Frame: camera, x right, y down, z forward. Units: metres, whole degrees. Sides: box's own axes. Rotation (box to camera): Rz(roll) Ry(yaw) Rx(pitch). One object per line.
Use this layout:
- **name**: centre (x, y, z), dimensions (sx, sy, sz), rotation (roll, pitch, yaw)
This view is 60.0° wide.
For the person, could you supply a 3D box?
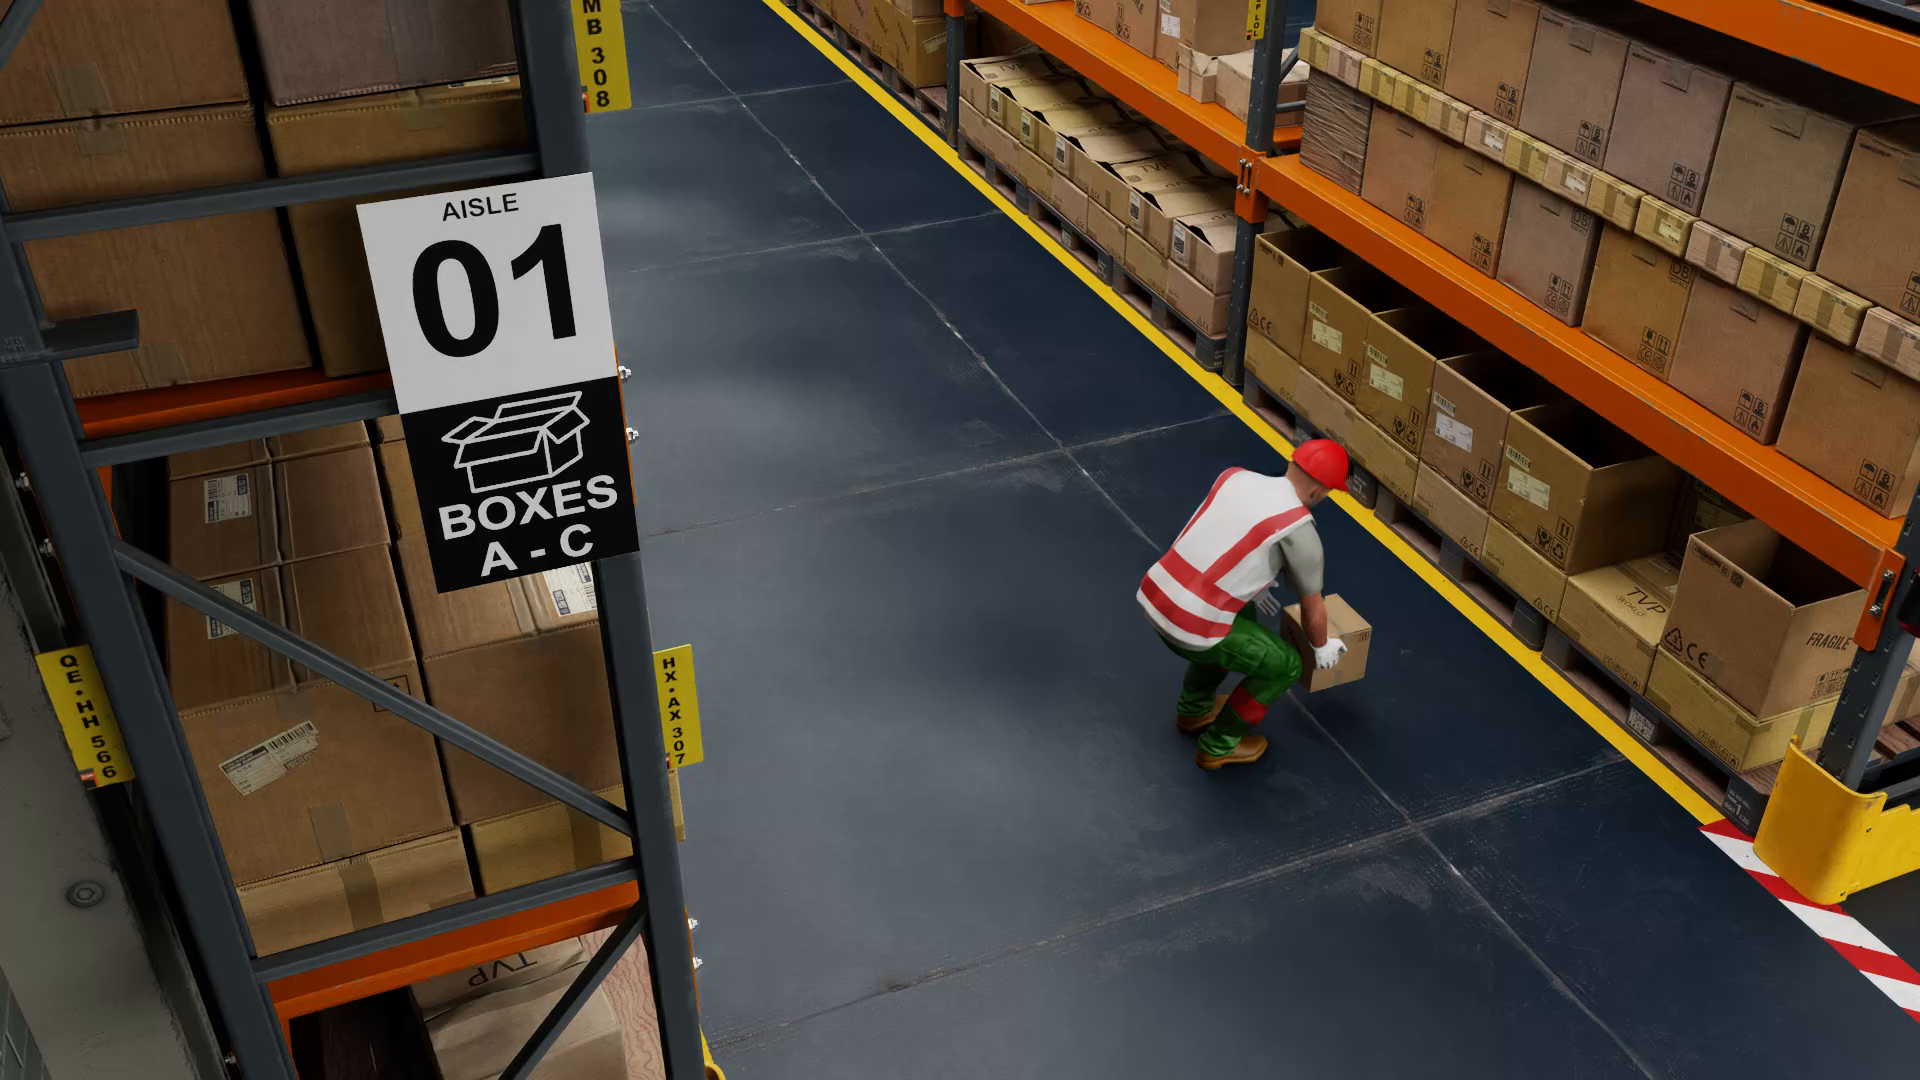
- **person**: centre (1.057, 0.224, 6.280), dimensions (0.833, 1.239, 0.585), rotation (-13, 35, -19)
